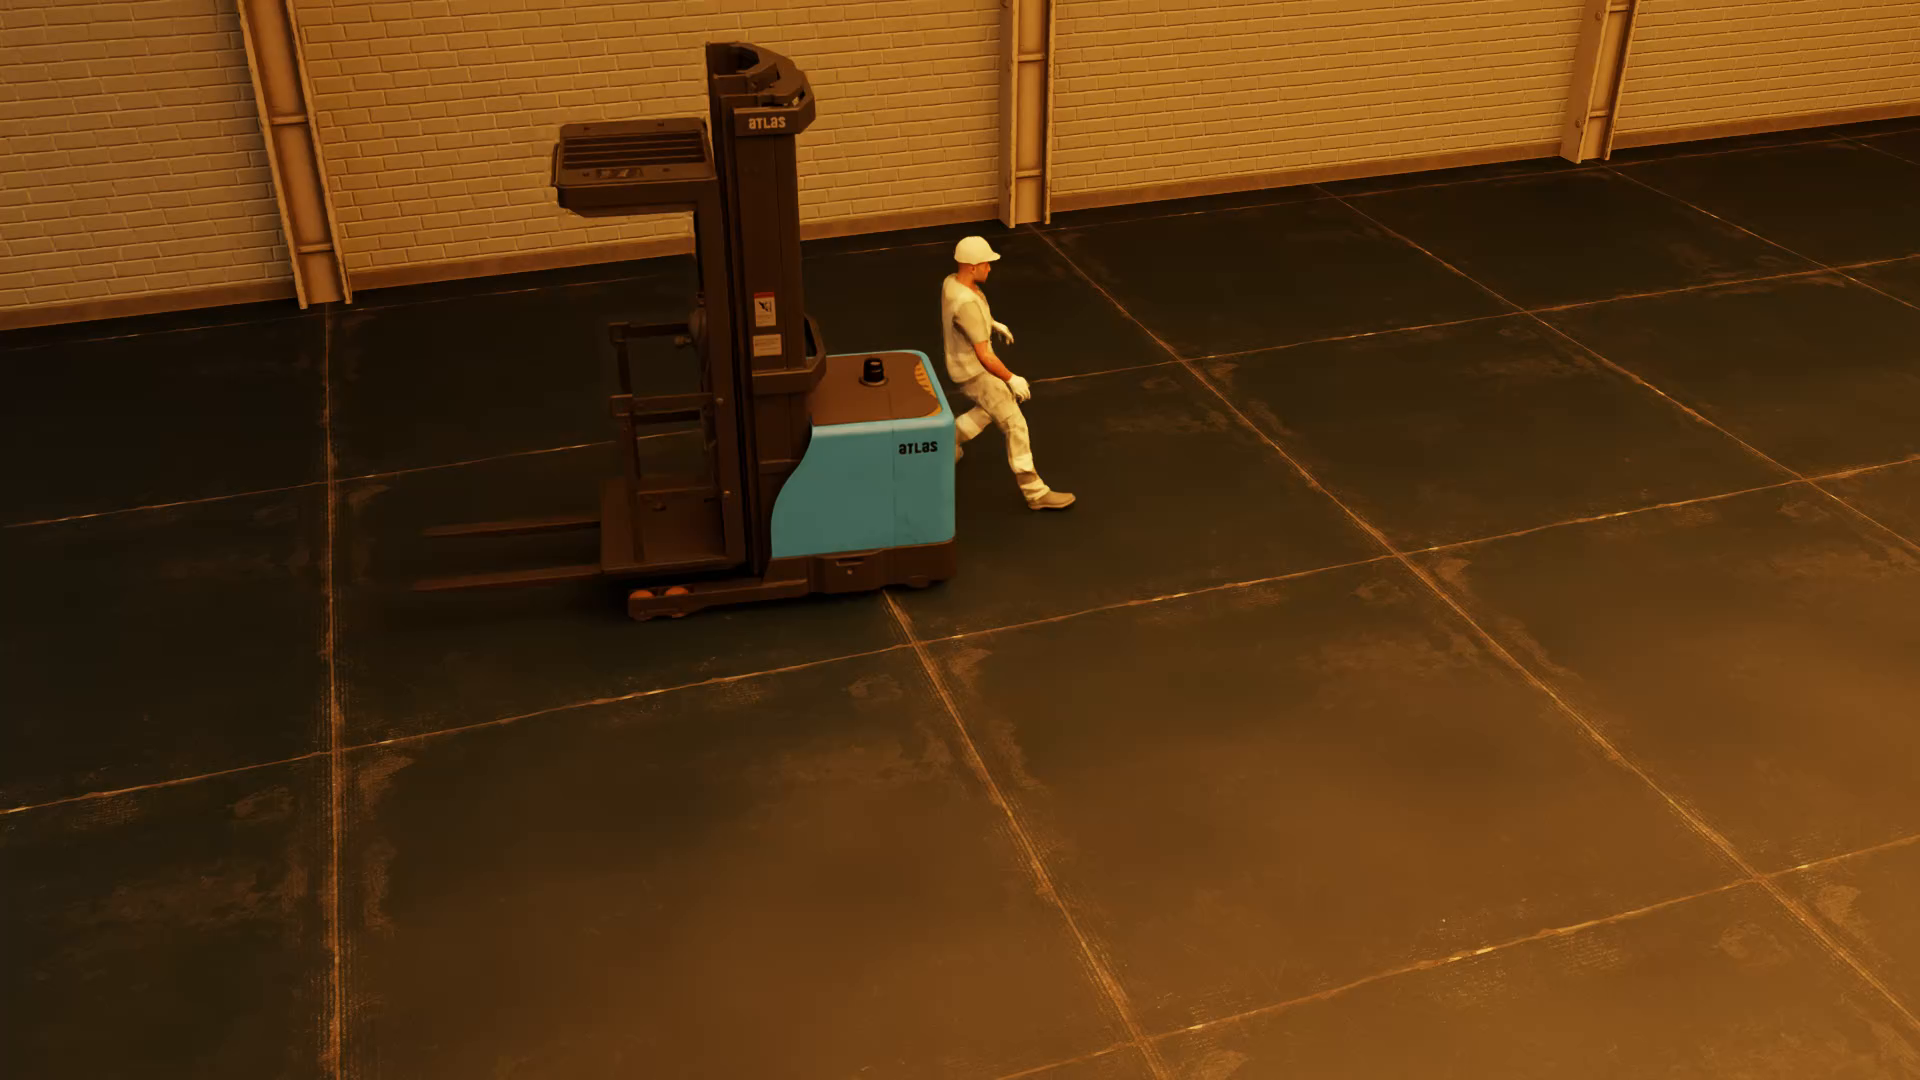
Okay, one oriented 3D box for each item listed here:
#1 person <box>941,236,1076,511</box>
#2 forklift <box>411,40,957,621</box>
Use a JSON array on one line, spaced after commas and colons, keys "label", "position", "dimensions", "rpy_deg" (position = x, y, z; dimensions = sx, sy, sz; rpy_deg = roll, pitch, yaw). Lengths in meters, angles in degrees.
[{"label": "person", "position": [0.252, -1.089, 10.285], "dimensions": [0.883, 1.644, 0.908], "rpy_deg": [-2, 30, -4]}, {"label": "forklift", "position": [-1.583, -1.108, 9.012], "dimensions": [3.031, 2.935, 1.130], "rpy_deg": [-5, 30, -9]}]
